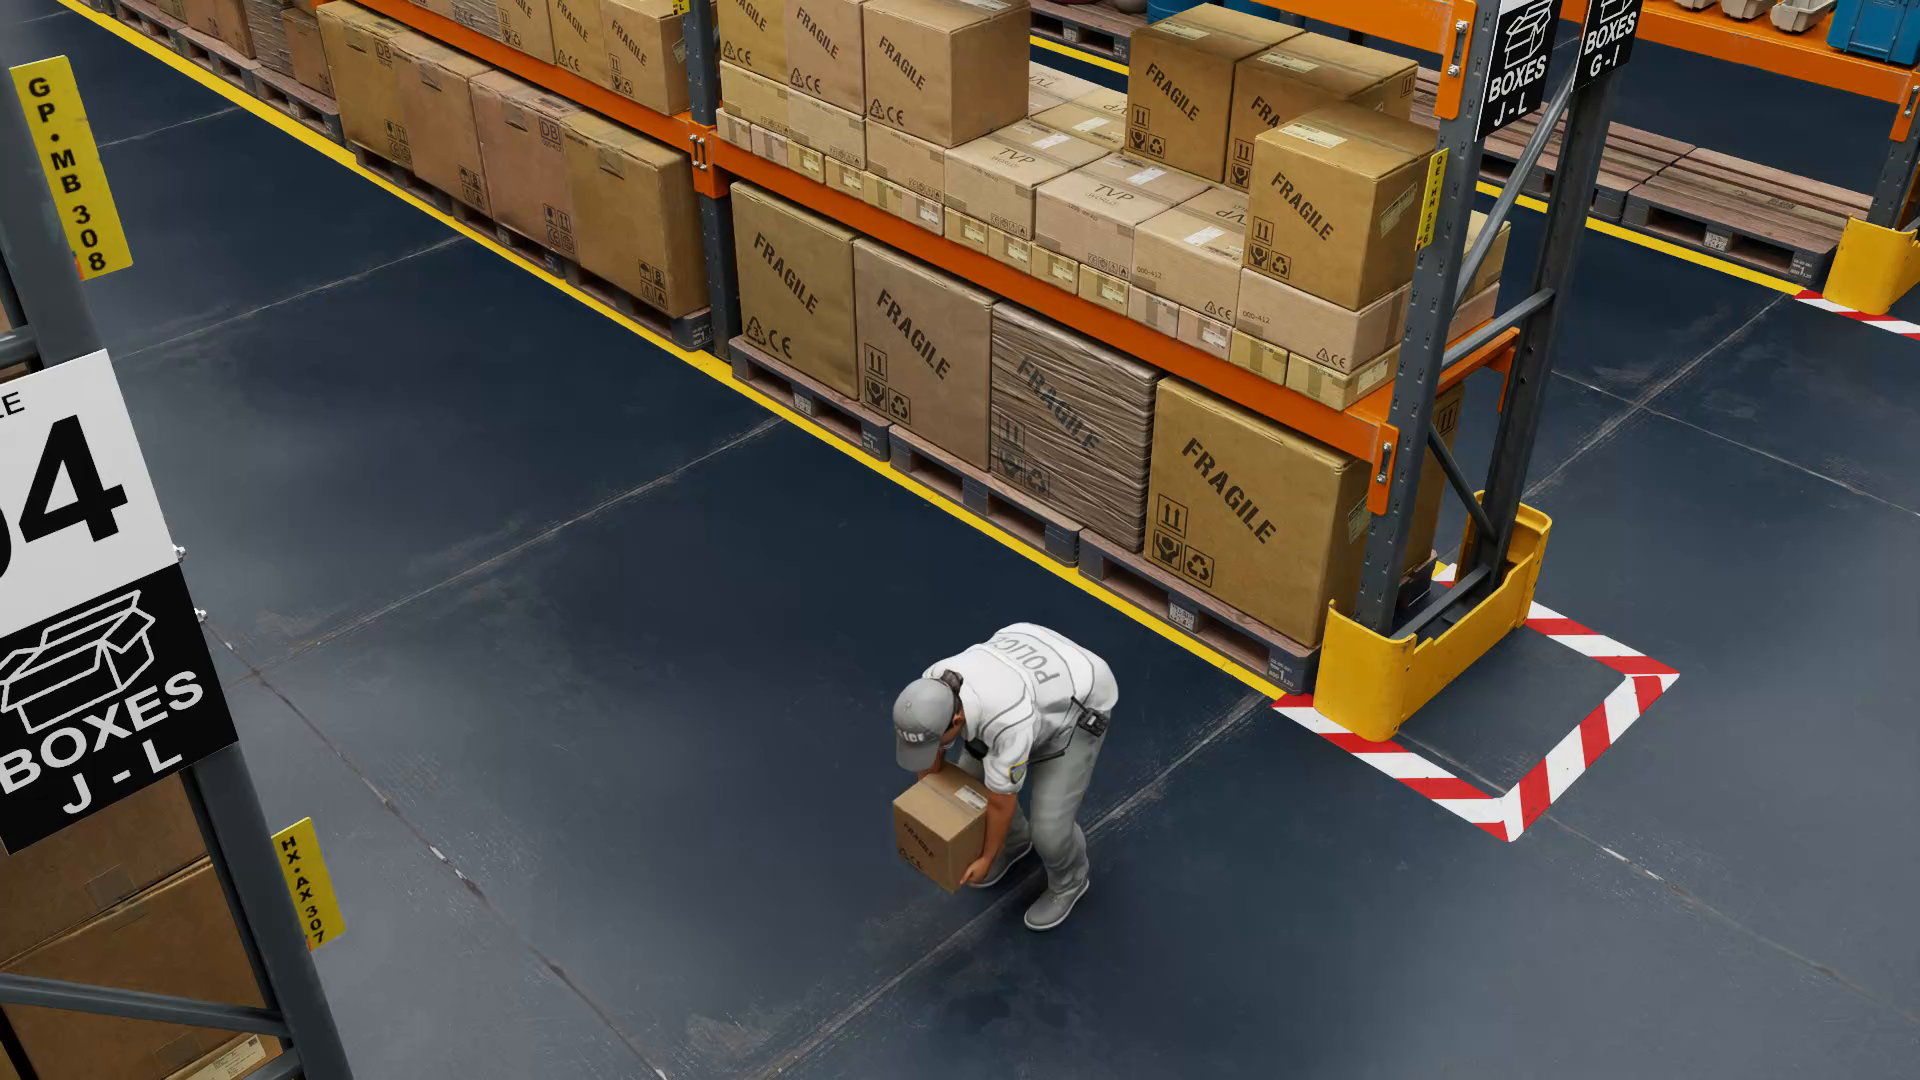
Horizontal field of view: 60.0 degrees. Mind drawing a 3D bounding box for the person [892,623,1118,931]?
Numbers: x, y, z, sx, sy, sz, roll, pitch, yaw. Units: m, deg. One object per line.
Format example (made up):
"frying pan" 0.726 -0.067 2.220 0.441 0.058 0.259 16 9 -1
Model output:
"person" 0.118 0.784 5.407 0.474 1.258 0.892 28 44 34
